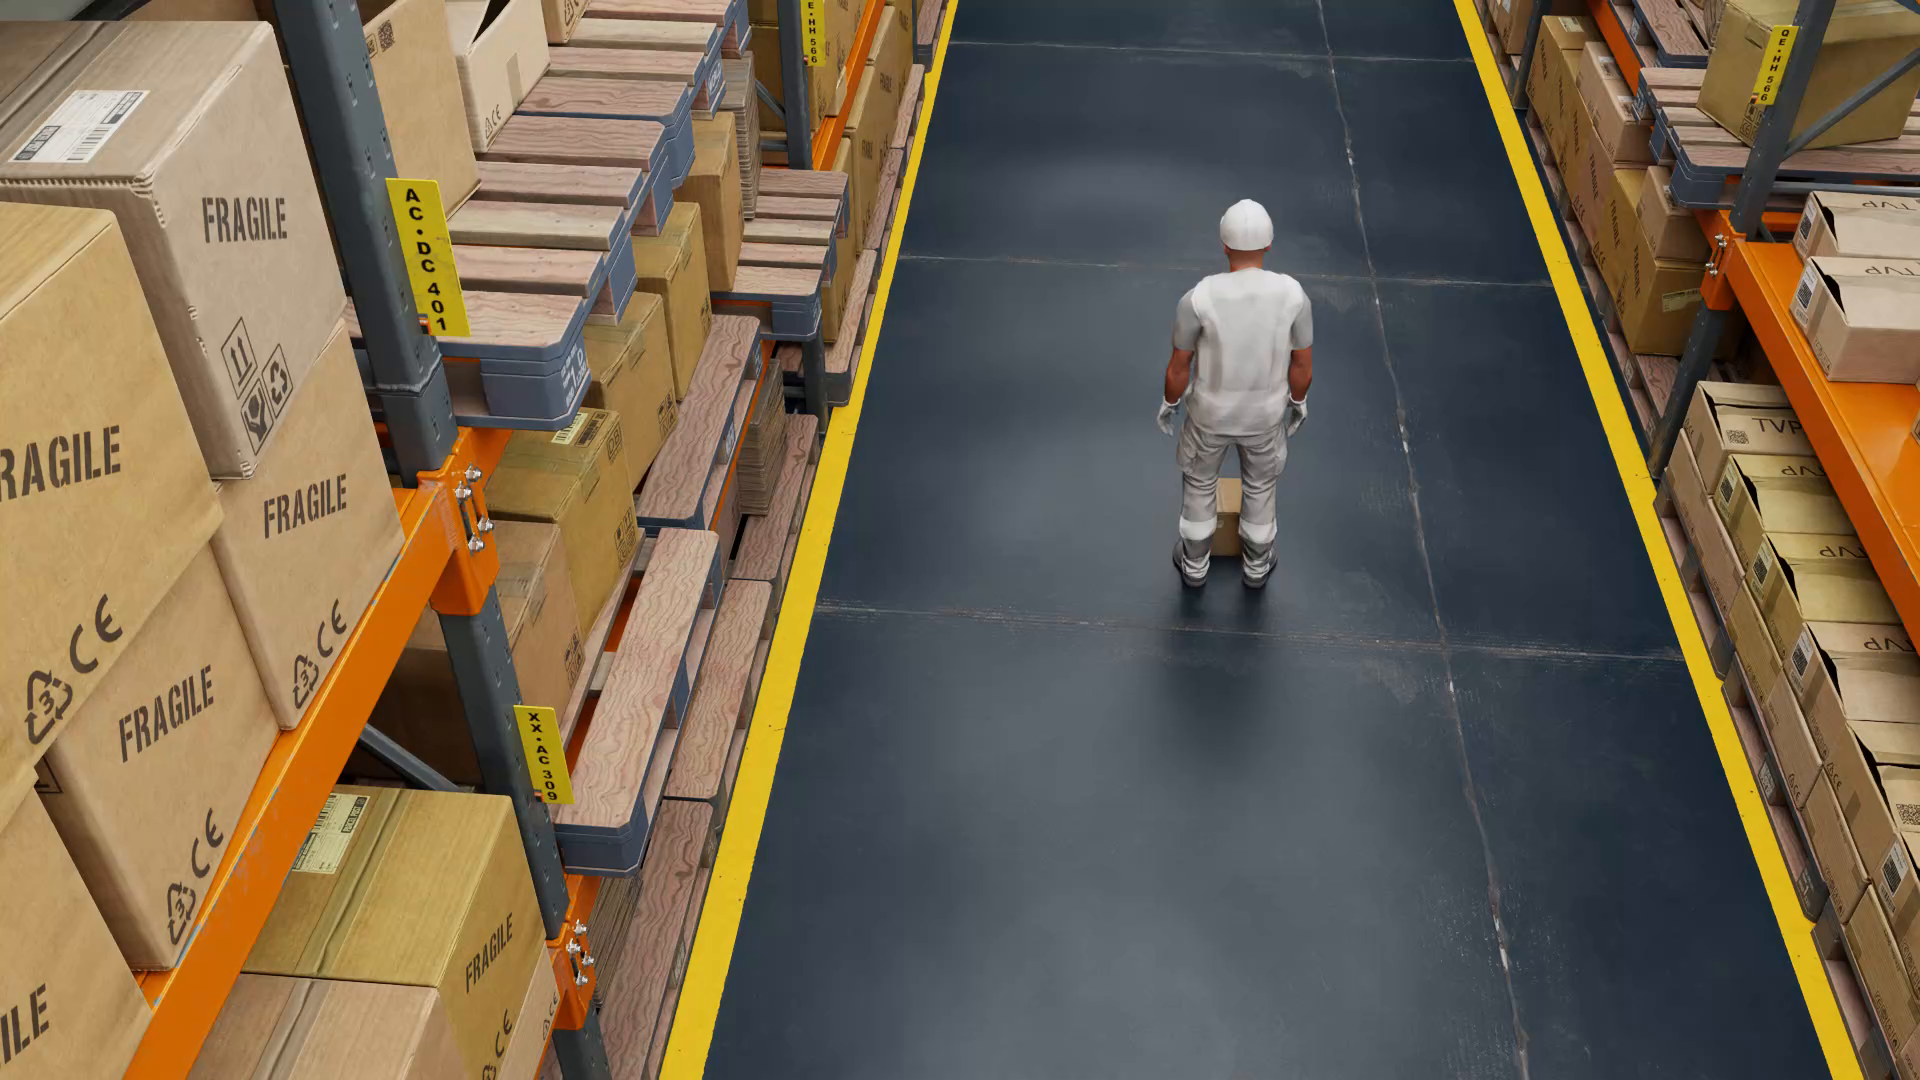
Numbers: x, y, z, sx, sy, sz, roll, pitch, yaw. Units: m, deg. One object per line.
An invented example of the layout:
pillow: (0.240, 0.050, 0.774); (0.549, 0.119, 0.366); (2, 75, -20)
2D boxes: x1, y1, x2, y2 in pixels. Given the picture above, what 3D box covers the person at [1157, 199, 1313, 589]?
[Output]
person: (1.119, -0.549, 6.806); (0.618, 1.779, 0.452); (1, 40, 1)
